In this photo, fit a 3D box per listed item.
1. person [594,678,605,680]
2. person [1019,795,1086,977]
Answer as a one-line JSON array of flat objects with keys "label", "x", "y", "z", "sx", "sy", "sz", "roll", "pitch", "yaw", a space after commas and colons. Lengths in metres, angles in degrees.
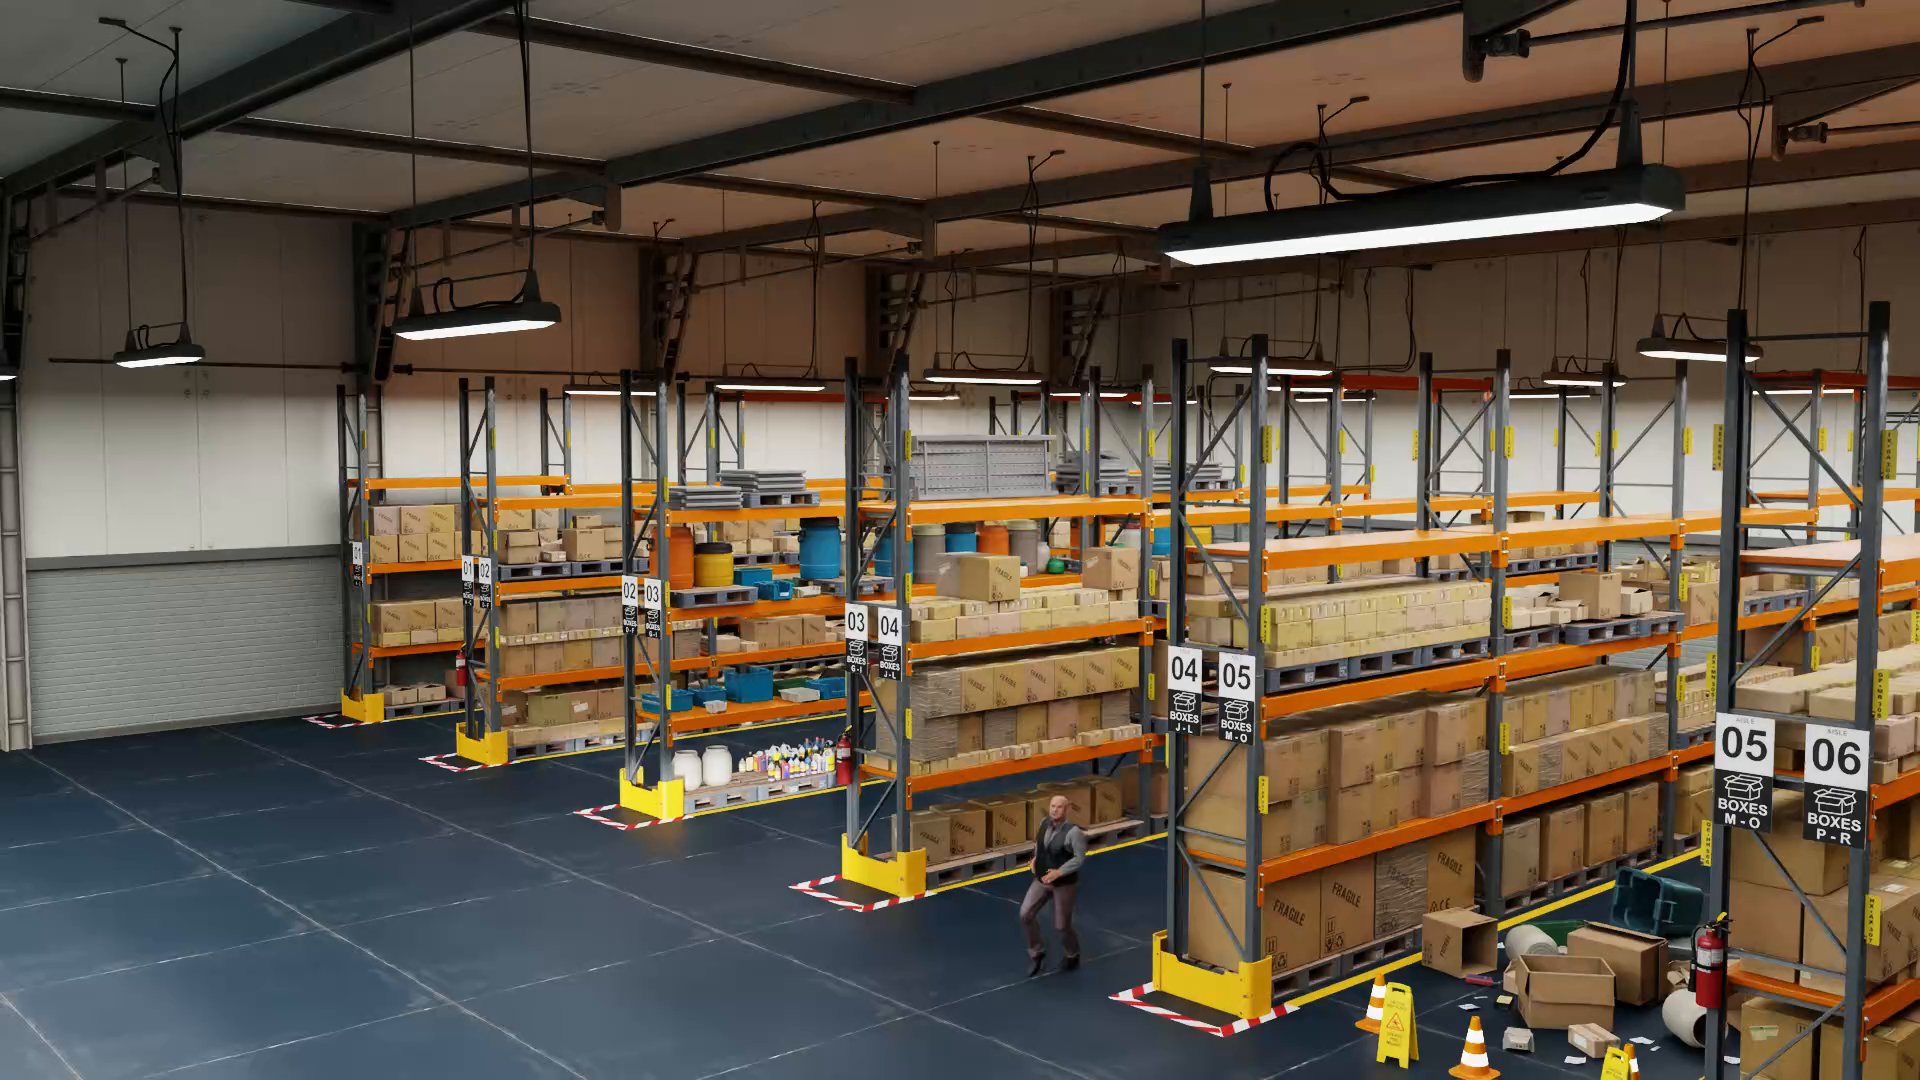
[{"label": "person", "x": -6.307, "y": 2.360, "z": 29.543, "sx": 0.813, "sy": 1.745, "sz": 0.663, "roll": -3, "pitch": 5, "yaw": -39}, {"label": "person", "x": 0.901, "y": 3.281, "z": 15.805, "sx": 0.666, "sy": 1.733, "sz": 0.690, "roll": 3, "pitch": 5, "yaw": 40}]
